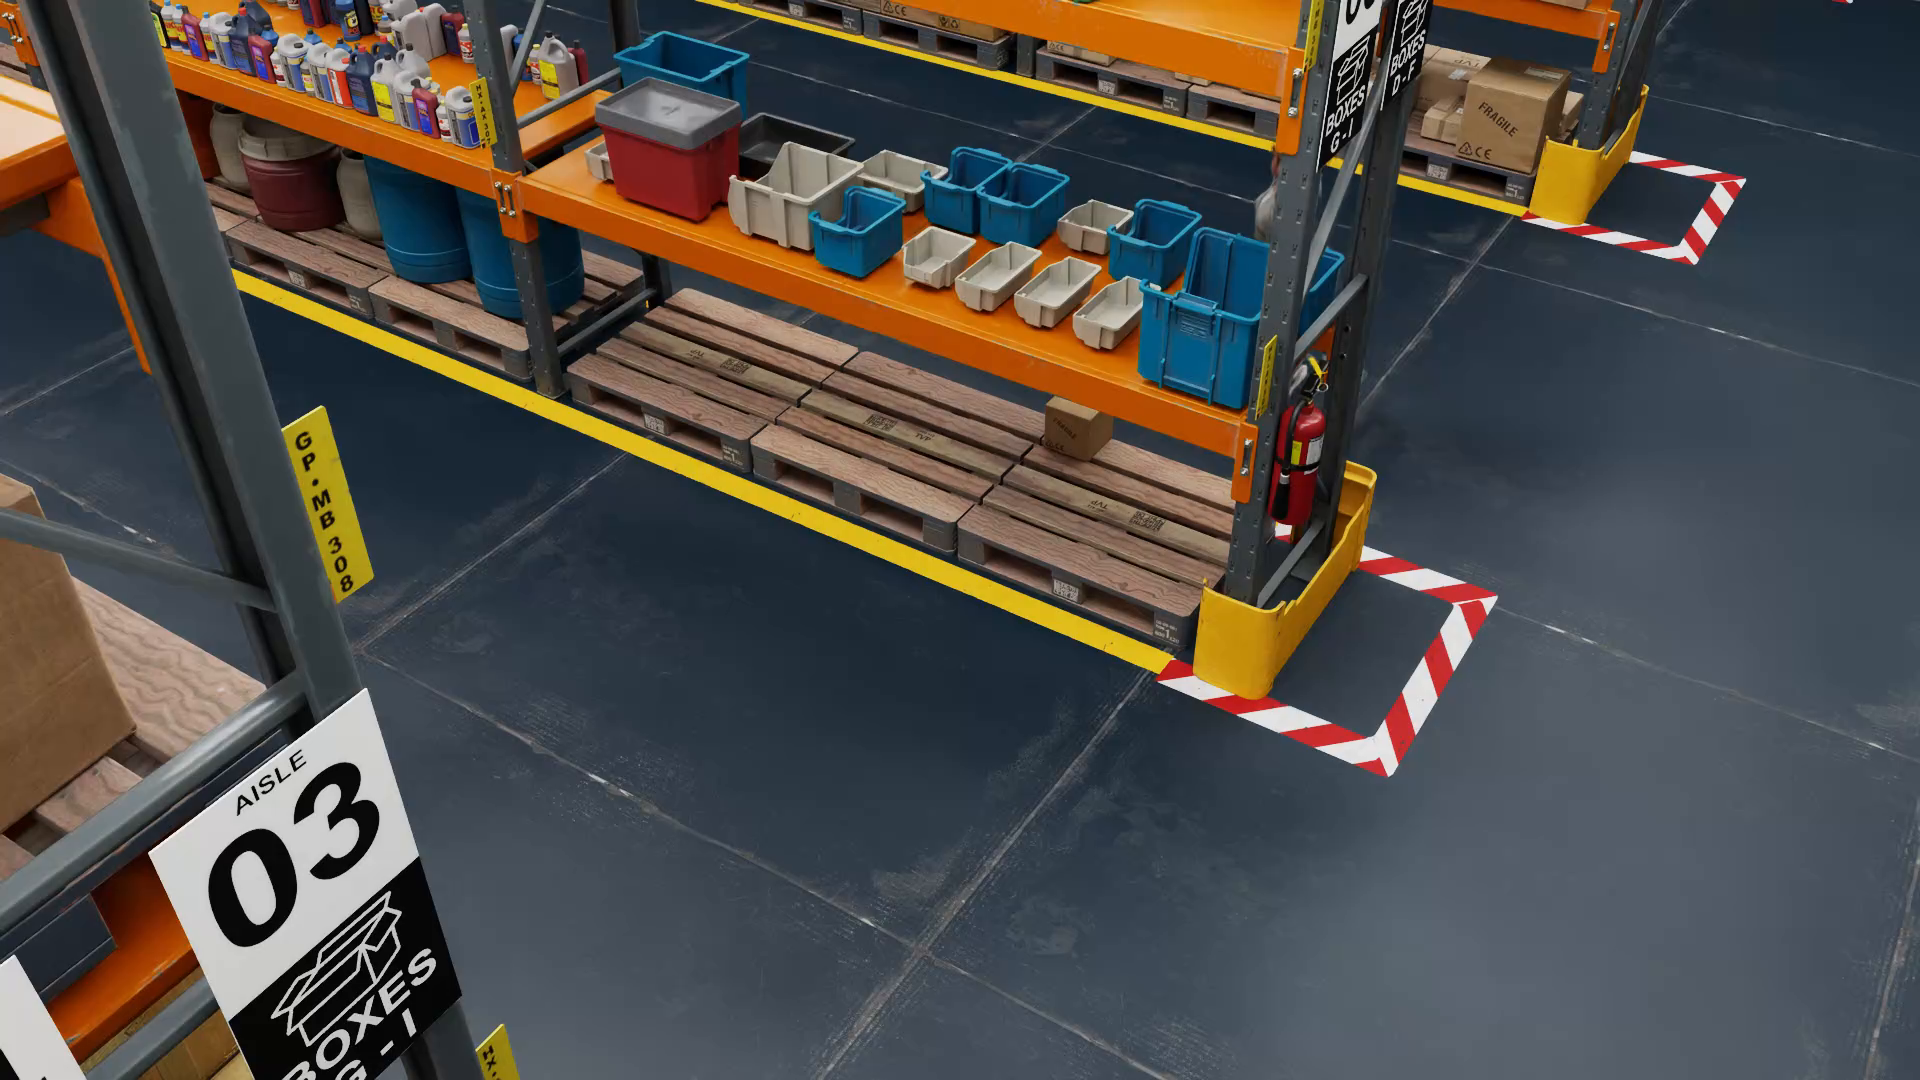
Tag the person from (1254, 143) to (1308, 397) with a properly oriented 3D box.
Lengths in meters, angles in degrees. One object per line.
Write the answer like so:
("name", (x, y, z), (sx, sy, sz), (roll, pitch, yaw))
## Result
("person", (1.584, -1.306, 8.269), (0.426, 1.581, 0.483), (8, 40, 9))
